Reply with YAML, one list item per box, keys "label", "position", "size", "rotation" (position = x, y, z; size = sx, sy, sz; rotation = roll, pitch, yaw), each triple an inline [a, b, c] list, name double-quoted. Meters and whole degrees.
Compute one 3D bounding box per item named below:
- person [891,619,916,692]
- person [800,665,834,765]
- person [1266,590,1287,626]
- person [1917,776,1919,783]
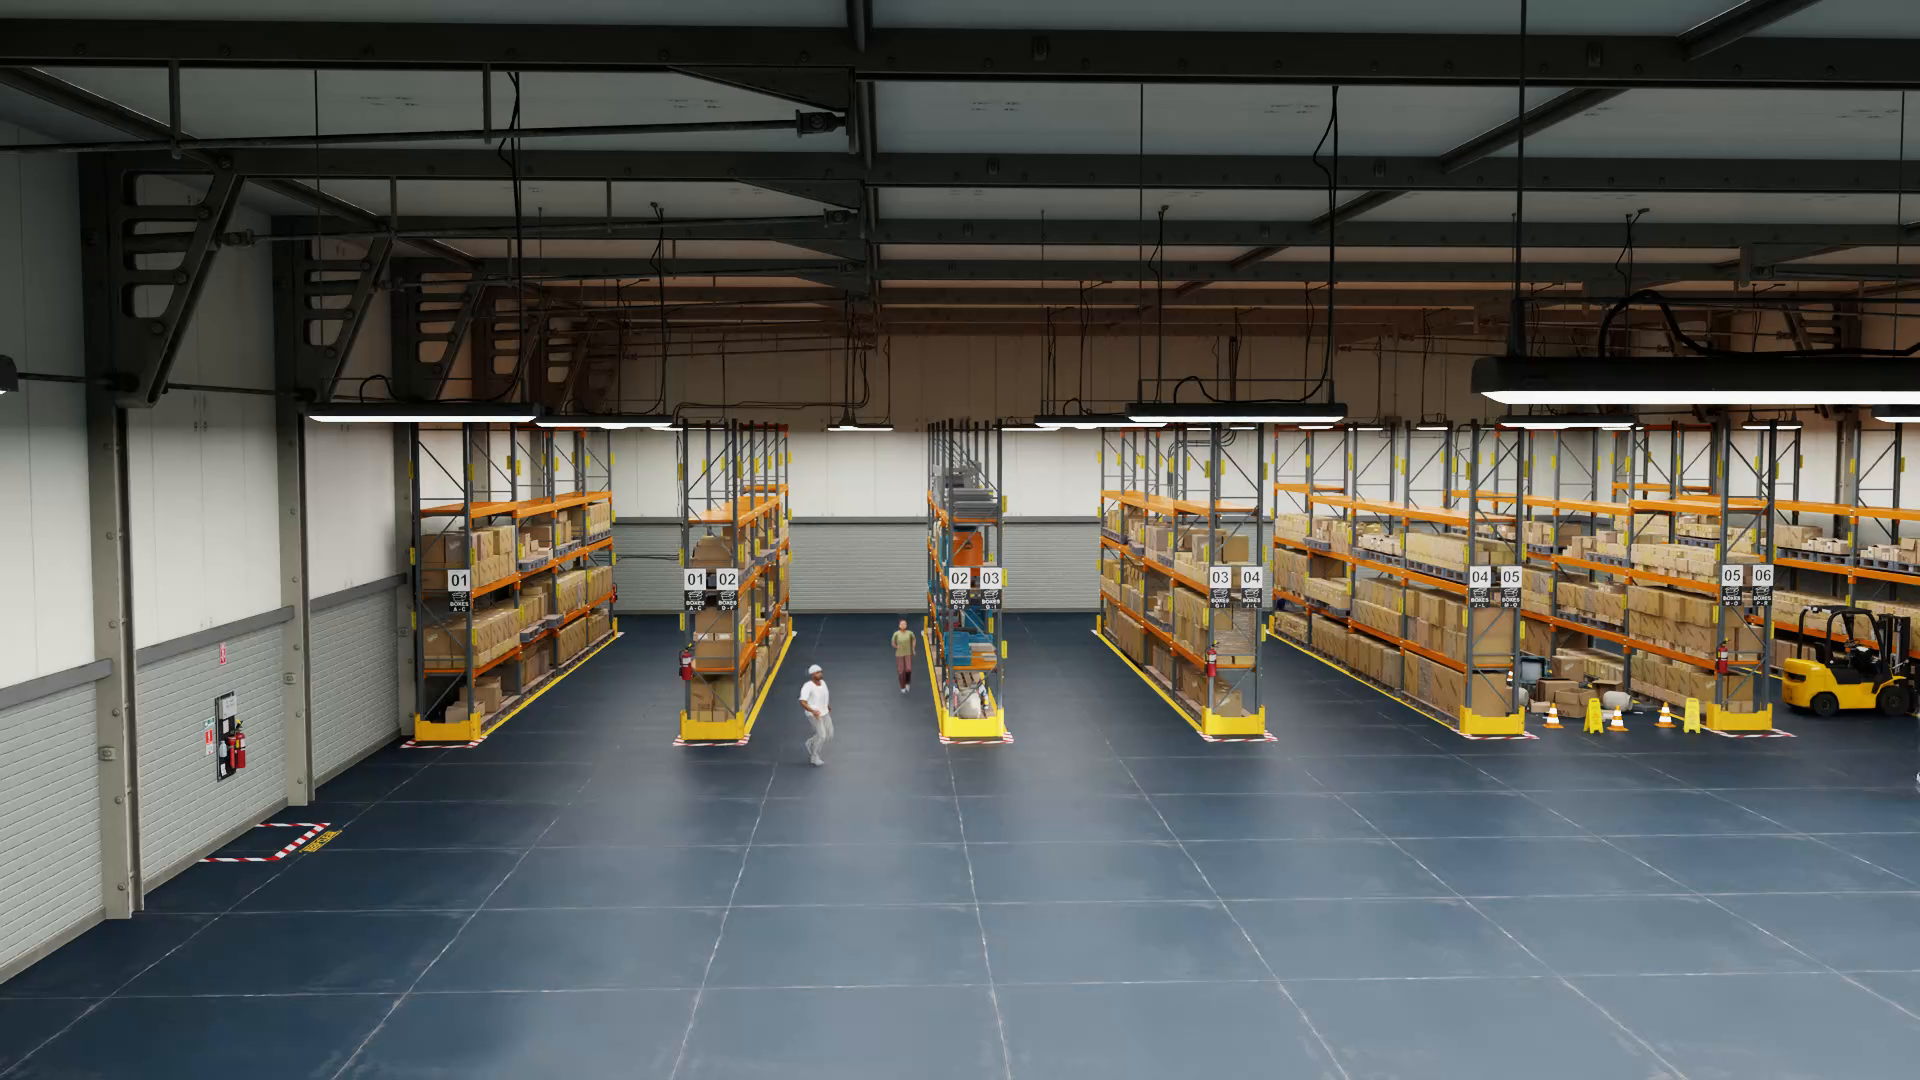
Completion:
- label: "person"
  position: [-1.231, 2.553, 36.557]
  size: [0.552, 1.632, 0.589]
  rotation: [0, 4, -4]
- label: "person"
  position: [-2.480, 3.020, 28.817]
  size: [0.541, 1.727, 0.700]
  rotation: [2, 4, 32]
- label: "person"
  position: [9.386, 1.768, 49.123]
  size: [0.861, 1.638, 0.656]
  rotation: [2, 4, 25]
- label: "person"
  position: [15.402, 3.259, 25.830]
  size: [0.615, 1.669, 0.828]
  rotation: [-3, 5, -38]
